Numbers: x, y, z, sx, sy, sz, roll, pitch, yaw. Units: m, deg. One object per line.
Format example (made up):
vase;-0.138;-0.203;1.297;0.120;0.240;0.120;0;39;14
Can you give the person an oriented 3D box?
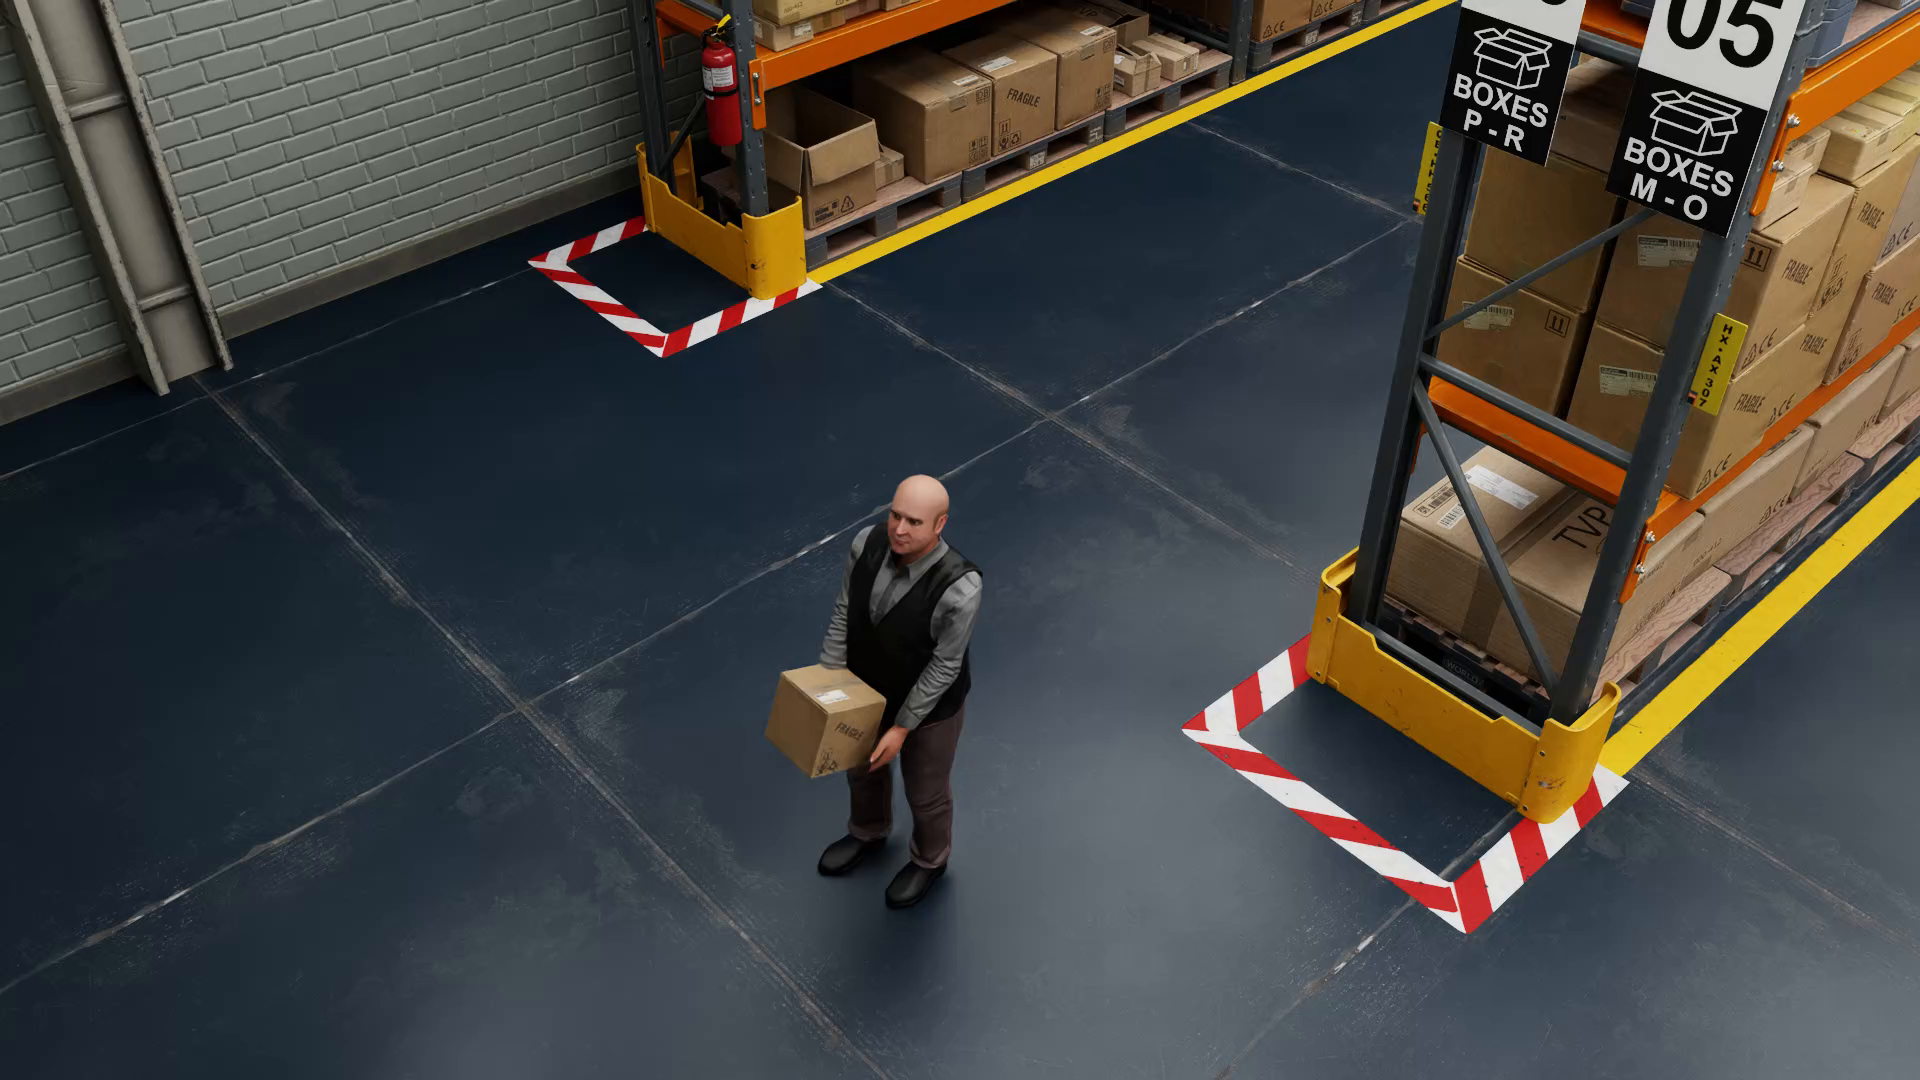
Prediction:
person;-0.236;0.553;5.502;0.532;1.724;0.527;25;46;27
